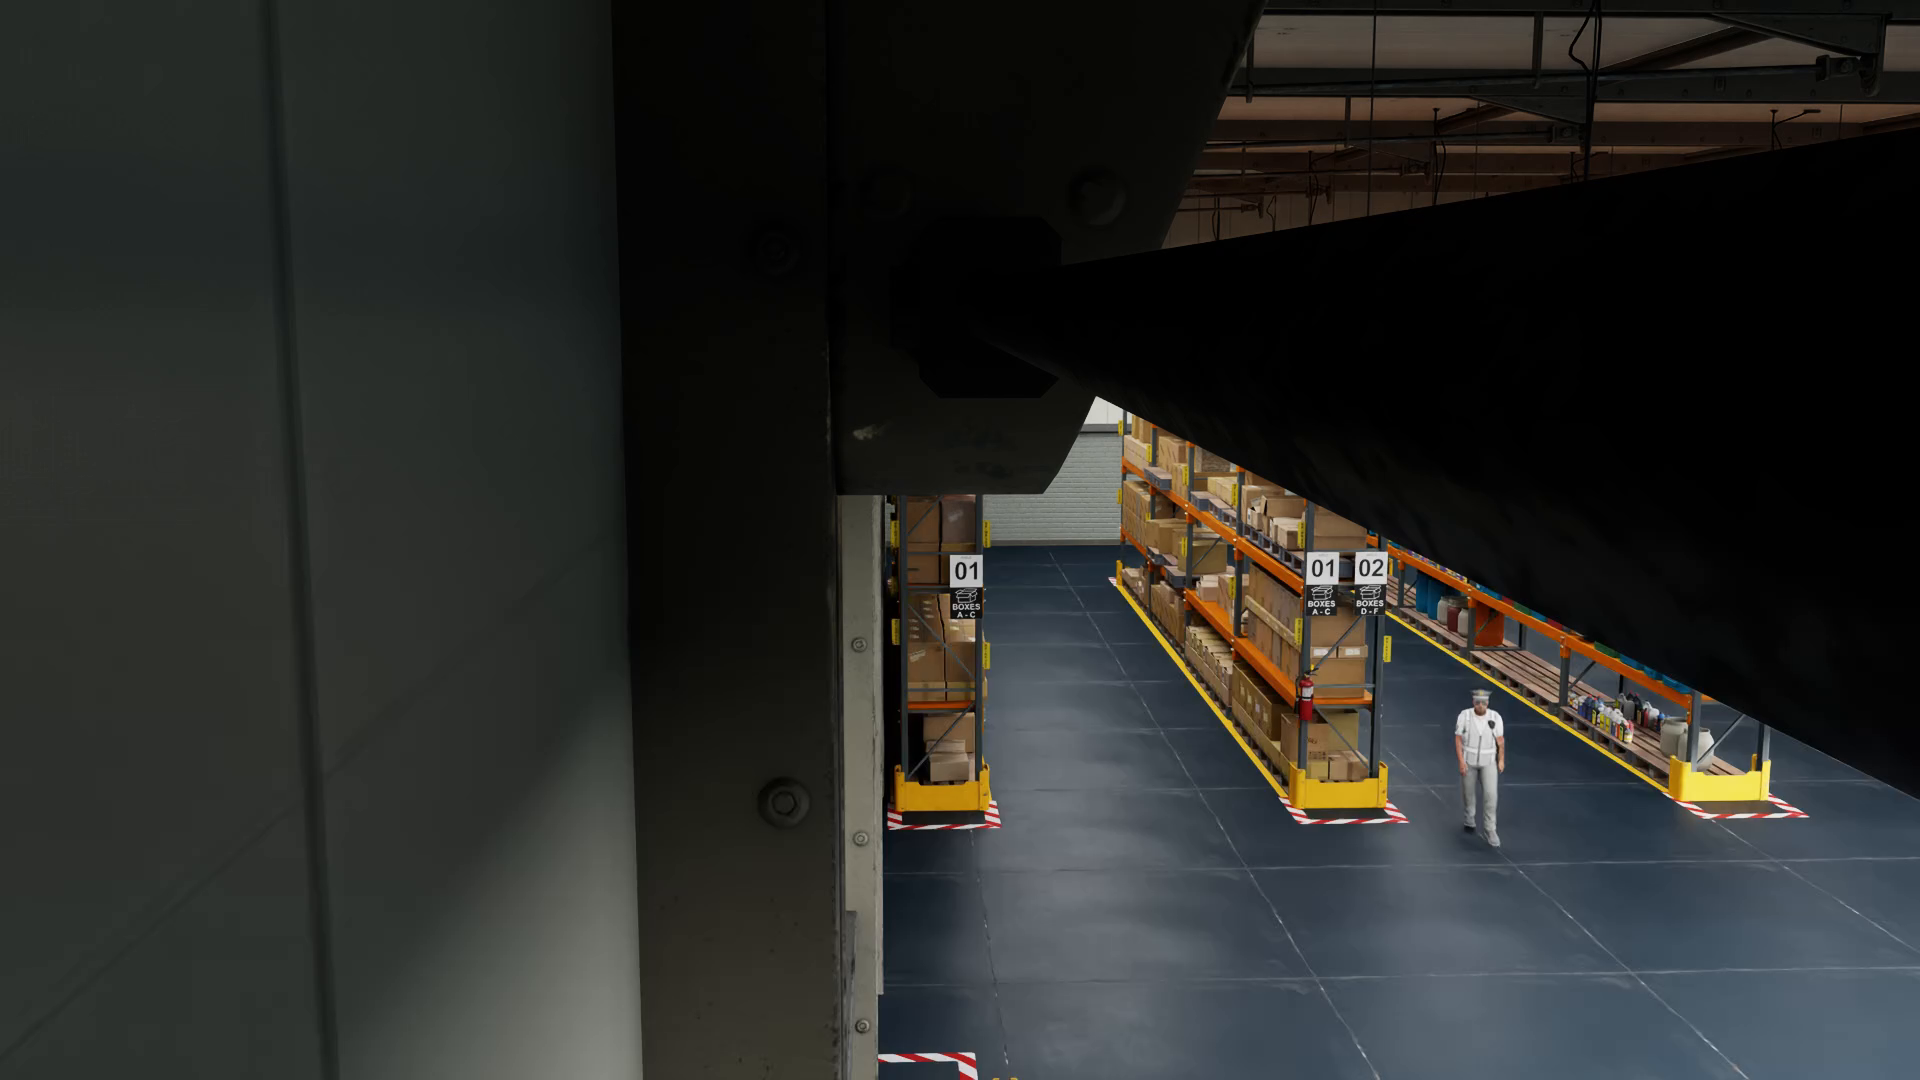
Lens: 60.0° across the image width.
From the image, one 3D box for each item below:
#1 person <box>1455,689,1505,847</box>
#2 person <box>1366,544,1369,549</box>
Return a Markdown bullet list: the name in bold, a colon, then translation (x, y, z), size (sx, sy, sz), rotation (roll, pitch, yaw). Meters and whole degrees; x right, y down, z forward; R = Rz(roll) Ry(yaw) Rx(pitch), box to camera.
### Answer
- **person**: translation (6.088, 2.601, 19.490), size (0.573, 1.739, 0.894), rotation (3, 9, 18)
- **person**: translation (9.730, -0.504, 40.461), size (0.955, 1.752, 0.560), rotation (5, 10, 29)
